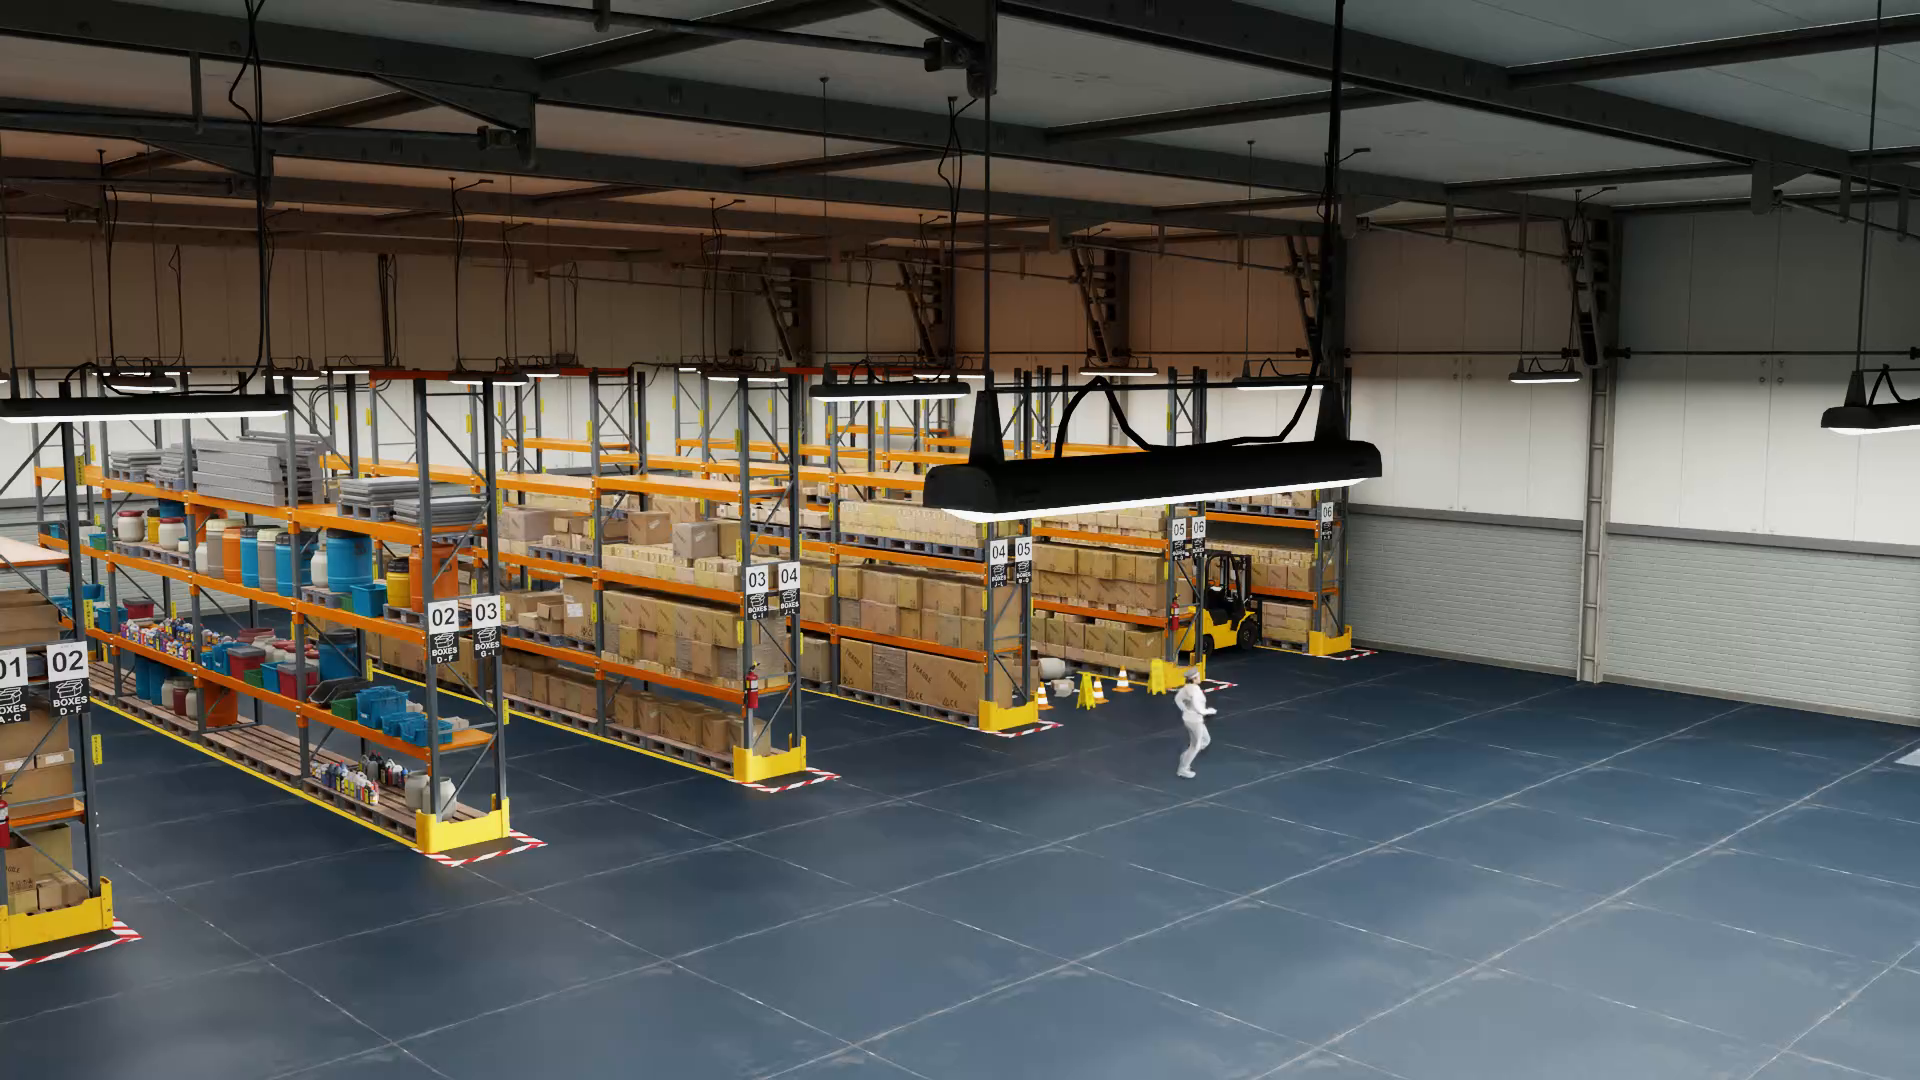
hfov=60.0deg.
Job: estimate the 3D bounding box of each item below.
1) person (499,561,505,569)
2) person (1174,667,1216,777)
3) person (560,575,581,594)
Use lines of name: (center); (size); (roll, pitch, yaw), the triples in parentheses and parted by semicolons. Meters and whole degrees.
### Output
person: (-11.199, 1.000, 40.467); (0.503, 1.535, 0.590); (-5, 8, -40)
person: (3.526, 2.703, 24.810); (0.584, 1.660, 0.595); (-1, 6, -6)
person: (-7.984, 1.517, 34.913); (0.712, 1.825, 0.921); (-6, 9, -42)
